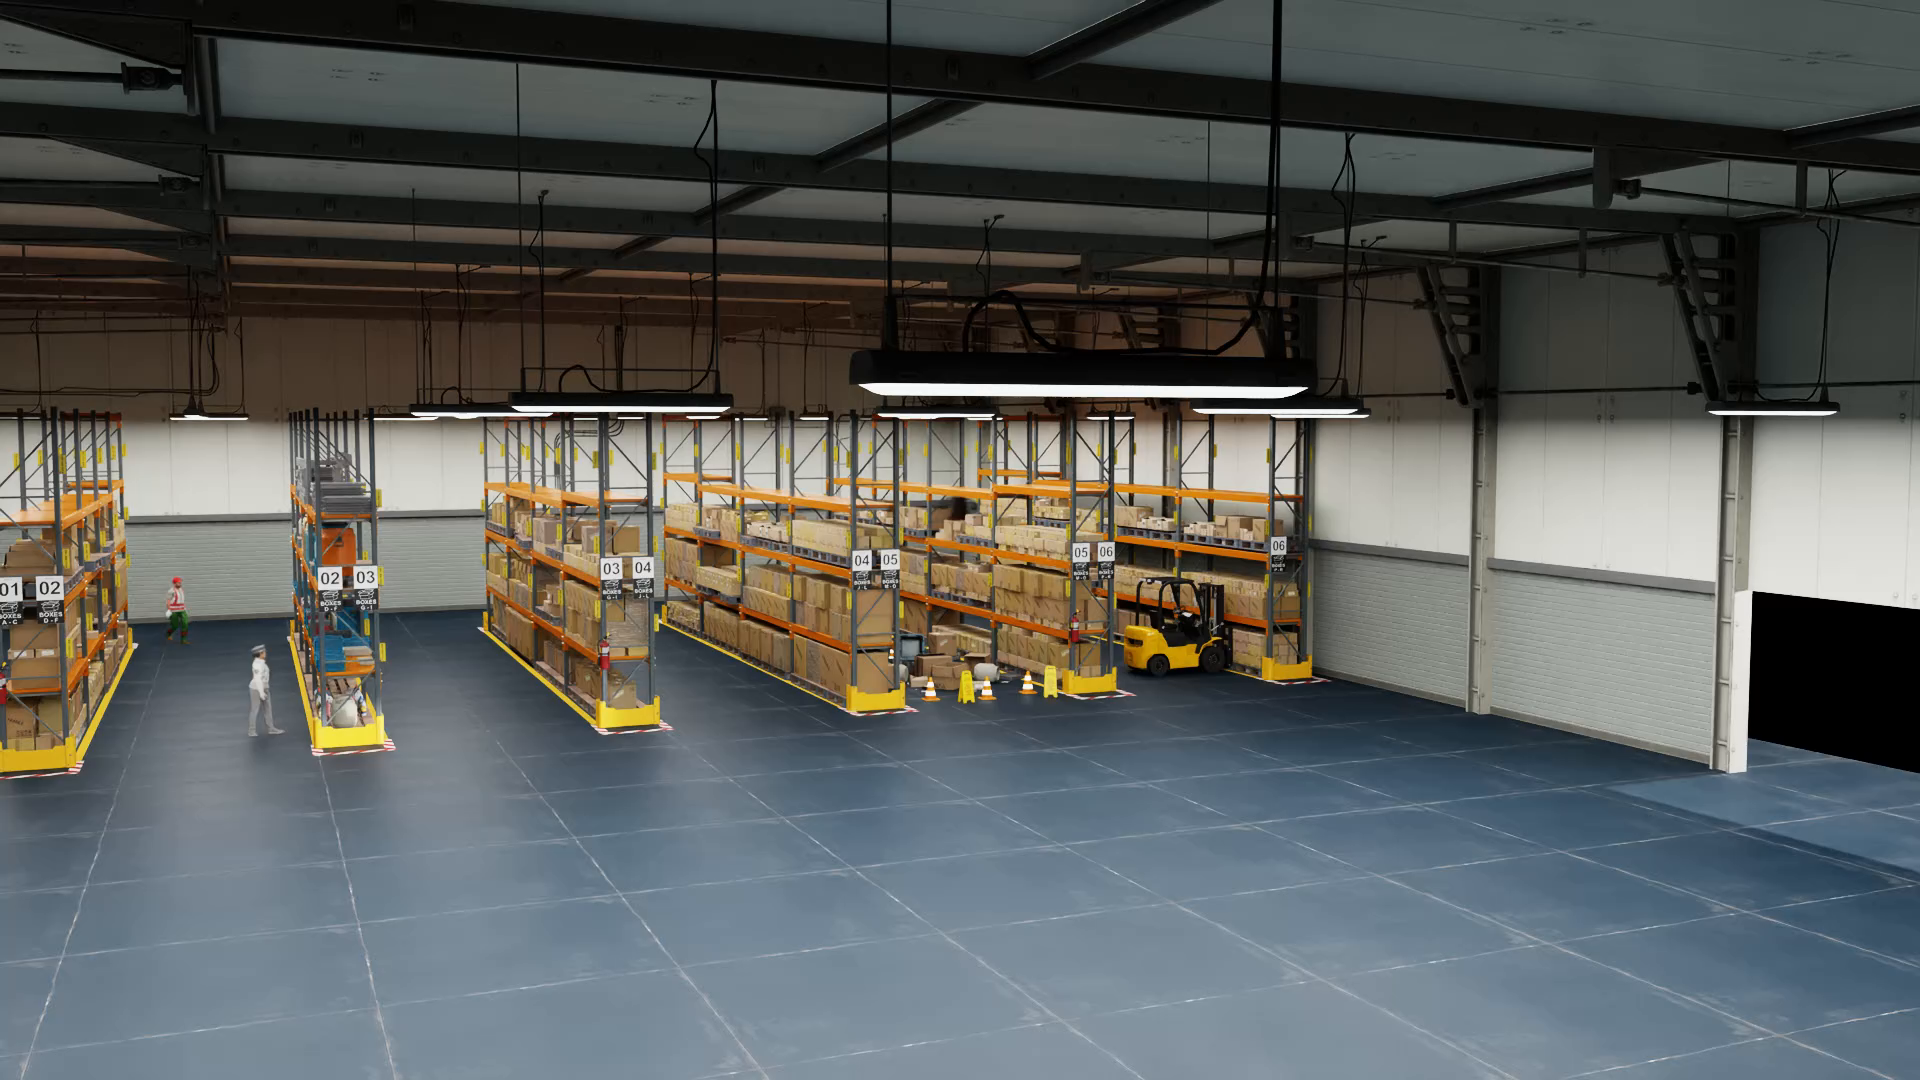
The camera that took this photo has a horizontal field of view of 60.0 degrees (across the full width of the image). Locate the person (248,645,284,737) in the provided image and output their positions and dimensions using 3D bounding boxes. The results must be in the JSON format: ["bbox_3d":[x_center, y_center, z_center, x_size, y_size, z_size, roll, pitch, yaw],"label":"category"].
[{"bbox_3d":[-12.789,2.758,30.490,0.564,1.676,0.500,0,4,5],"label":"person"}]

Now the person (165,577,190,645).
[{"bbox_3d":[-20.232,1.827,42.910,0.728,1.752,0.656,3,5,39],"label":"person"}]
